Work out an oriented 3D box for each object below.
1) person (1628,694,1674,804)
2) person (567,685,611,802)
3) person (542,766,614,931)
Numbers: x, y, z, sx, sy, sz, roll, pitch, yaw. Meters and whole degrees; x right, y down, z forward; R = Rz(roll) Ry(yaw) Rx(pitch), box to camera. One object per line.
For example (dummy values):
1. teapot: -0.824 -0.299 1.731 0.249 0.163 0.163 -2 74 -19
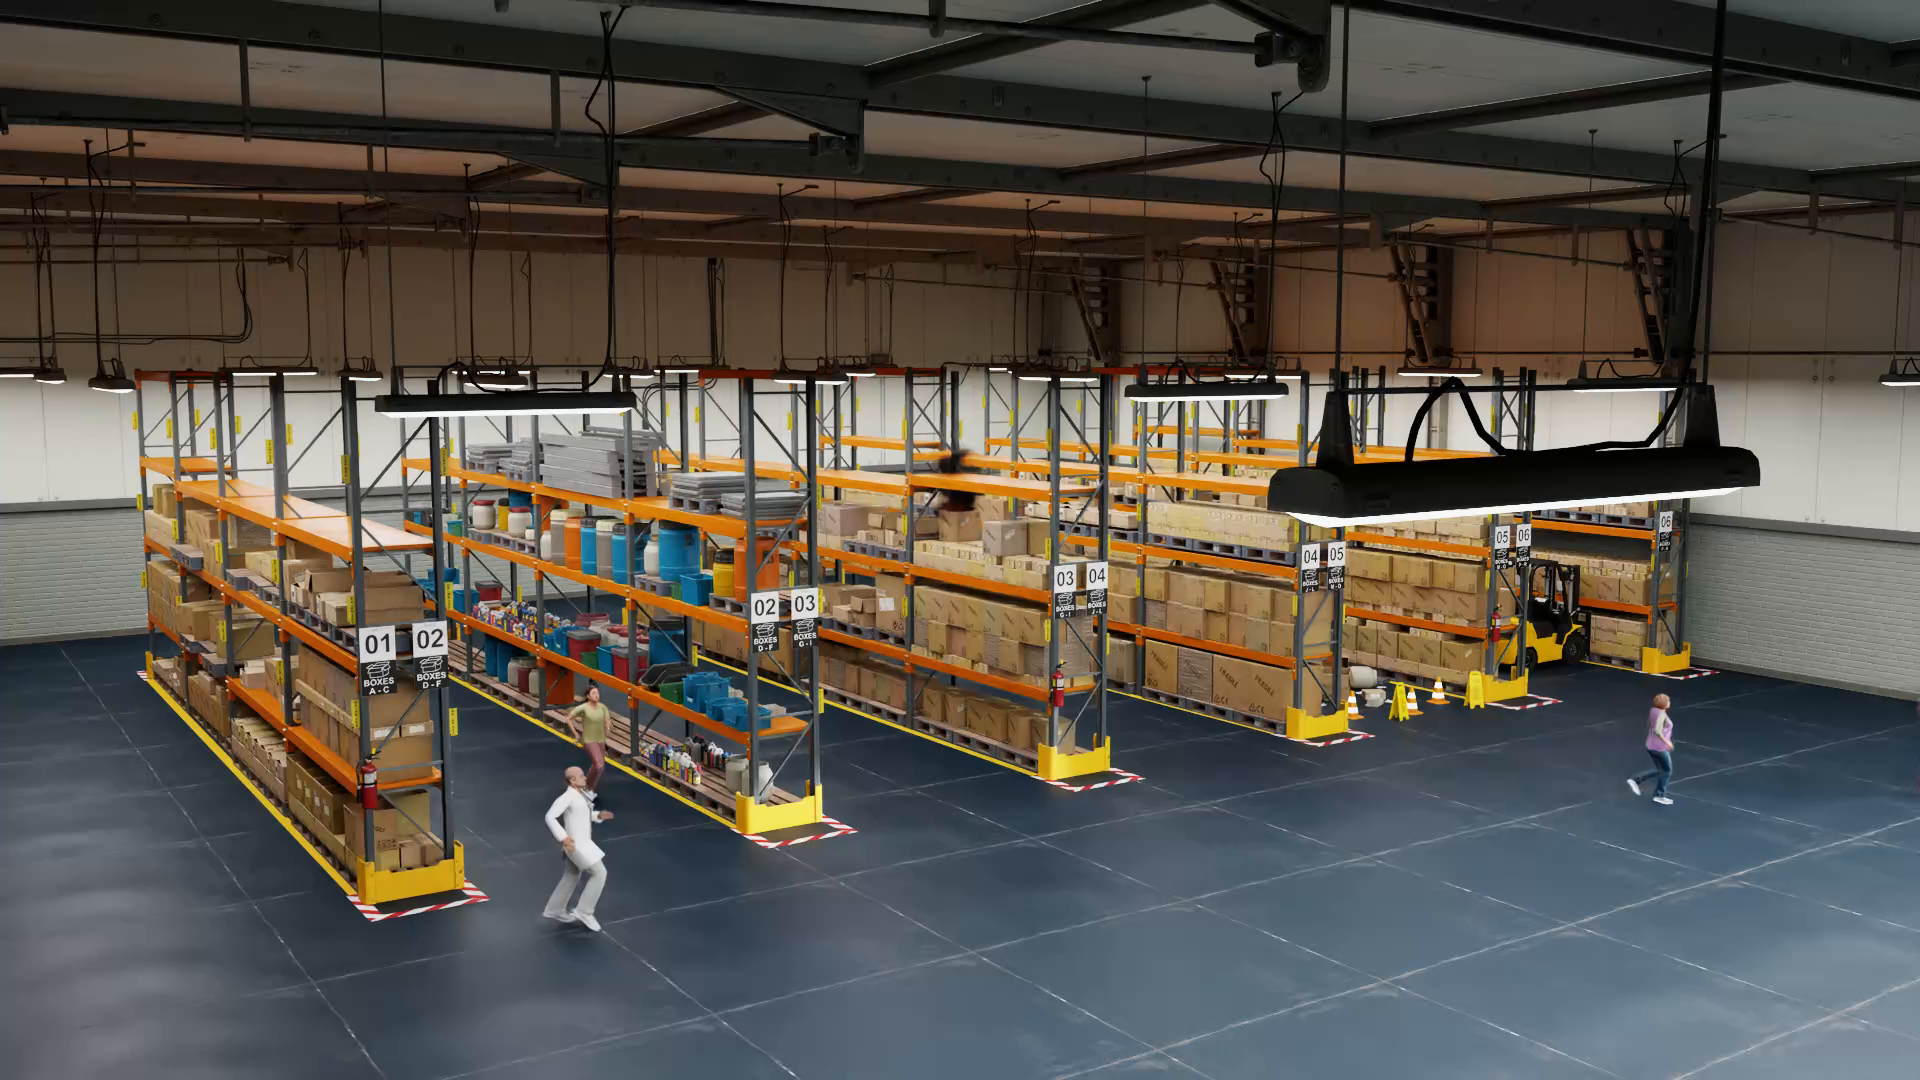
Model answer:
1. person: 9.740 2.931 23.348 0.611 1.577 0.552 1 6 5
2. person: -5.157 2.858 23.427 0.645 1.642 0.554 6 9 41
3. person: -4.214 3.387 18.311 0.810 1.818 0.669 -1 6 -6
